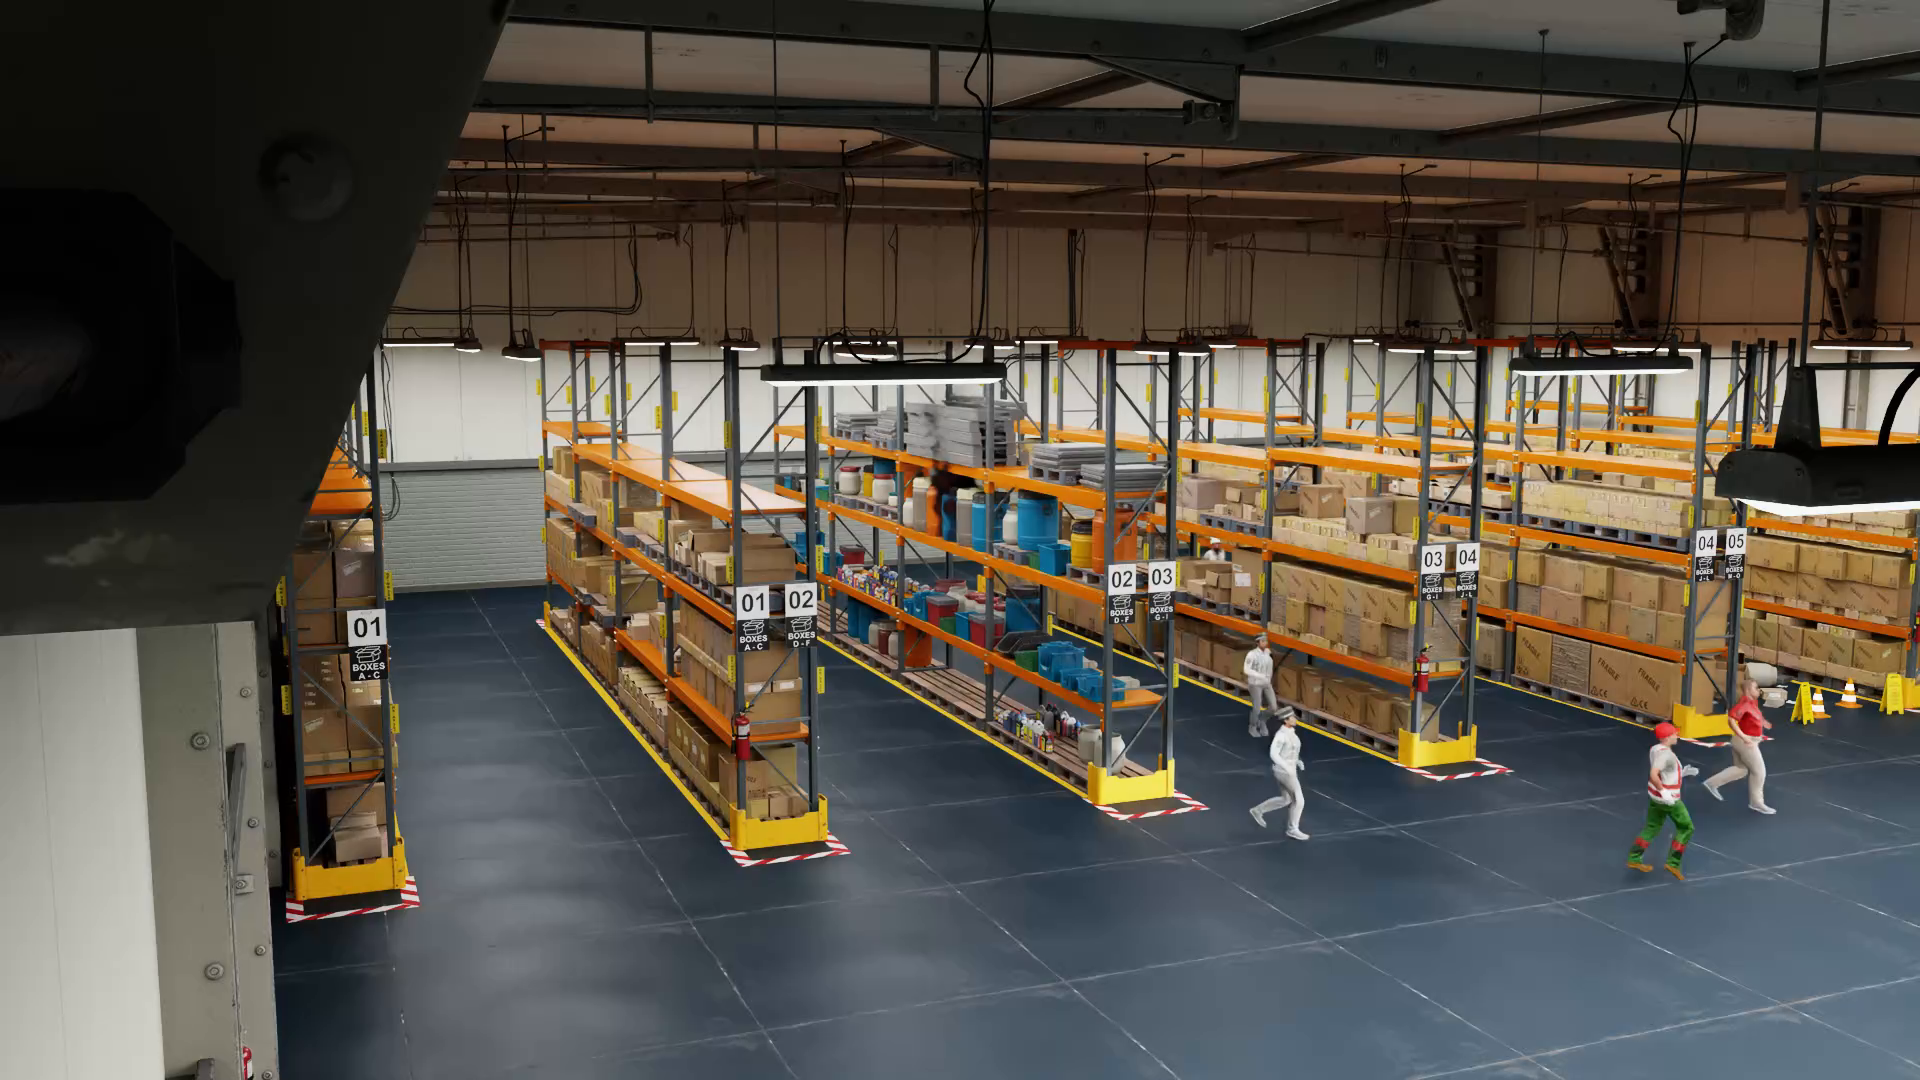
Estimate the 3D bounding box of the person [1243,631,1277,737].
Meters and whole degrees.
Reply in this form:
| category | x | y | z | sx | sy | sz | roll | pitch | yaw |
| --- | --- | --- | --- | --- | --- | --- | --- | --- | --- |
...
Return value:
| category | x | y | z | sx | sy | sz | roll | pitch | yaw |
| --- | --- | --- | --- | --- | --- | --- | --- | --- | --- |
| person | 4.599 | 2.209 | 25.350 | 0.613 | 1.666 | 0.603 | -3 | 8 | -23 |

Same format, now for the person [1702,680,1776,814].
| category | x | y | z | sx | sy | sz | roll | pitch | yaw |
| --- | --- | --- | --- | --- | --- | --- | --- | --- | --- |
| person | 10.211 | 2.672 | 21.712 | 0.888 | 1.741 | 0.650 | 3 | 8 | 21 |

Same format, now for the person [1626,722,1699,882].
| category | x | y | z | sx | sy | sz | roll | pitch | yaw |
| --- | --- | --- | --- | --- | --- | --- | --- | --- | --- |
| person | 8.051 | 2.988 | 18.980 | 0.762 | 1.839 | 0.643 | 0 | 7 | 0 |

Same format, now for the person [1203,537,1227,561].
| category | x | y | z | sx | sy | sz | roll | pitch | yaw |
| --- | --- | --- | --- | --- | --- | --- | --- | --- | --- |
| person | 5.582 | 0.789 | 36.171 | 0.698 | 1.725 | 0.655 | -3 | 8 | -24 |

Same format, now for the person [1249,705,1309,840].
| category | x | y | z | sx | sy | sz | roll | pitch | yaw |
| --- | --- | --- | --- | --- | --- | --- | --- | --- | --- |
| person | 3.957 | 2.850 | 20.500 | 0.728 | 1.677 | 0.634 | 2 | 8 | 16 |
